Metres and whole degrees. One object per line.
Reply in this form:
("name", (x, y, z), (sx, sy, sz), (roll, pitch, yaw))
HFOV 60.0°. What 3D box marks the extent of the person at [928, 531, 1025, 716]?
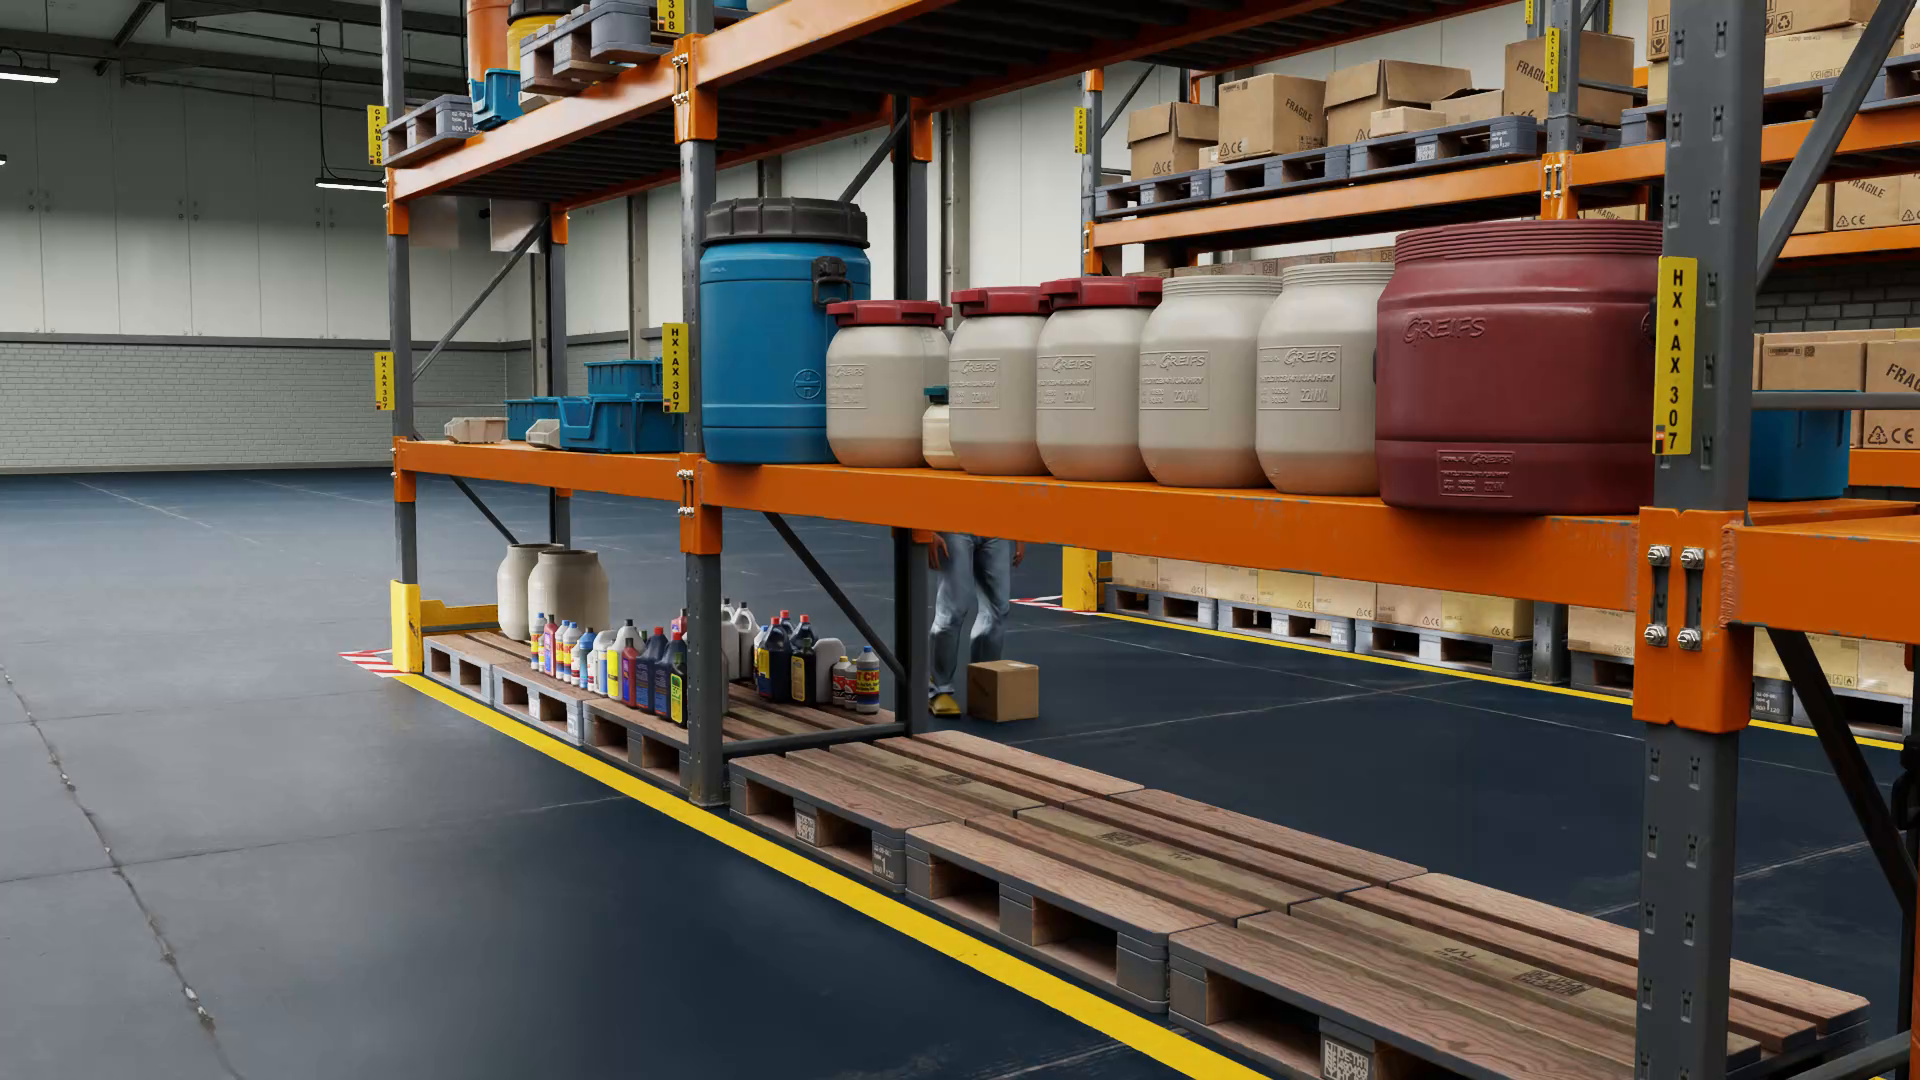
("person", (0.072, -0.036, 8.171), (0.626, 1.759, 0.463), (-3, 6, -36))
